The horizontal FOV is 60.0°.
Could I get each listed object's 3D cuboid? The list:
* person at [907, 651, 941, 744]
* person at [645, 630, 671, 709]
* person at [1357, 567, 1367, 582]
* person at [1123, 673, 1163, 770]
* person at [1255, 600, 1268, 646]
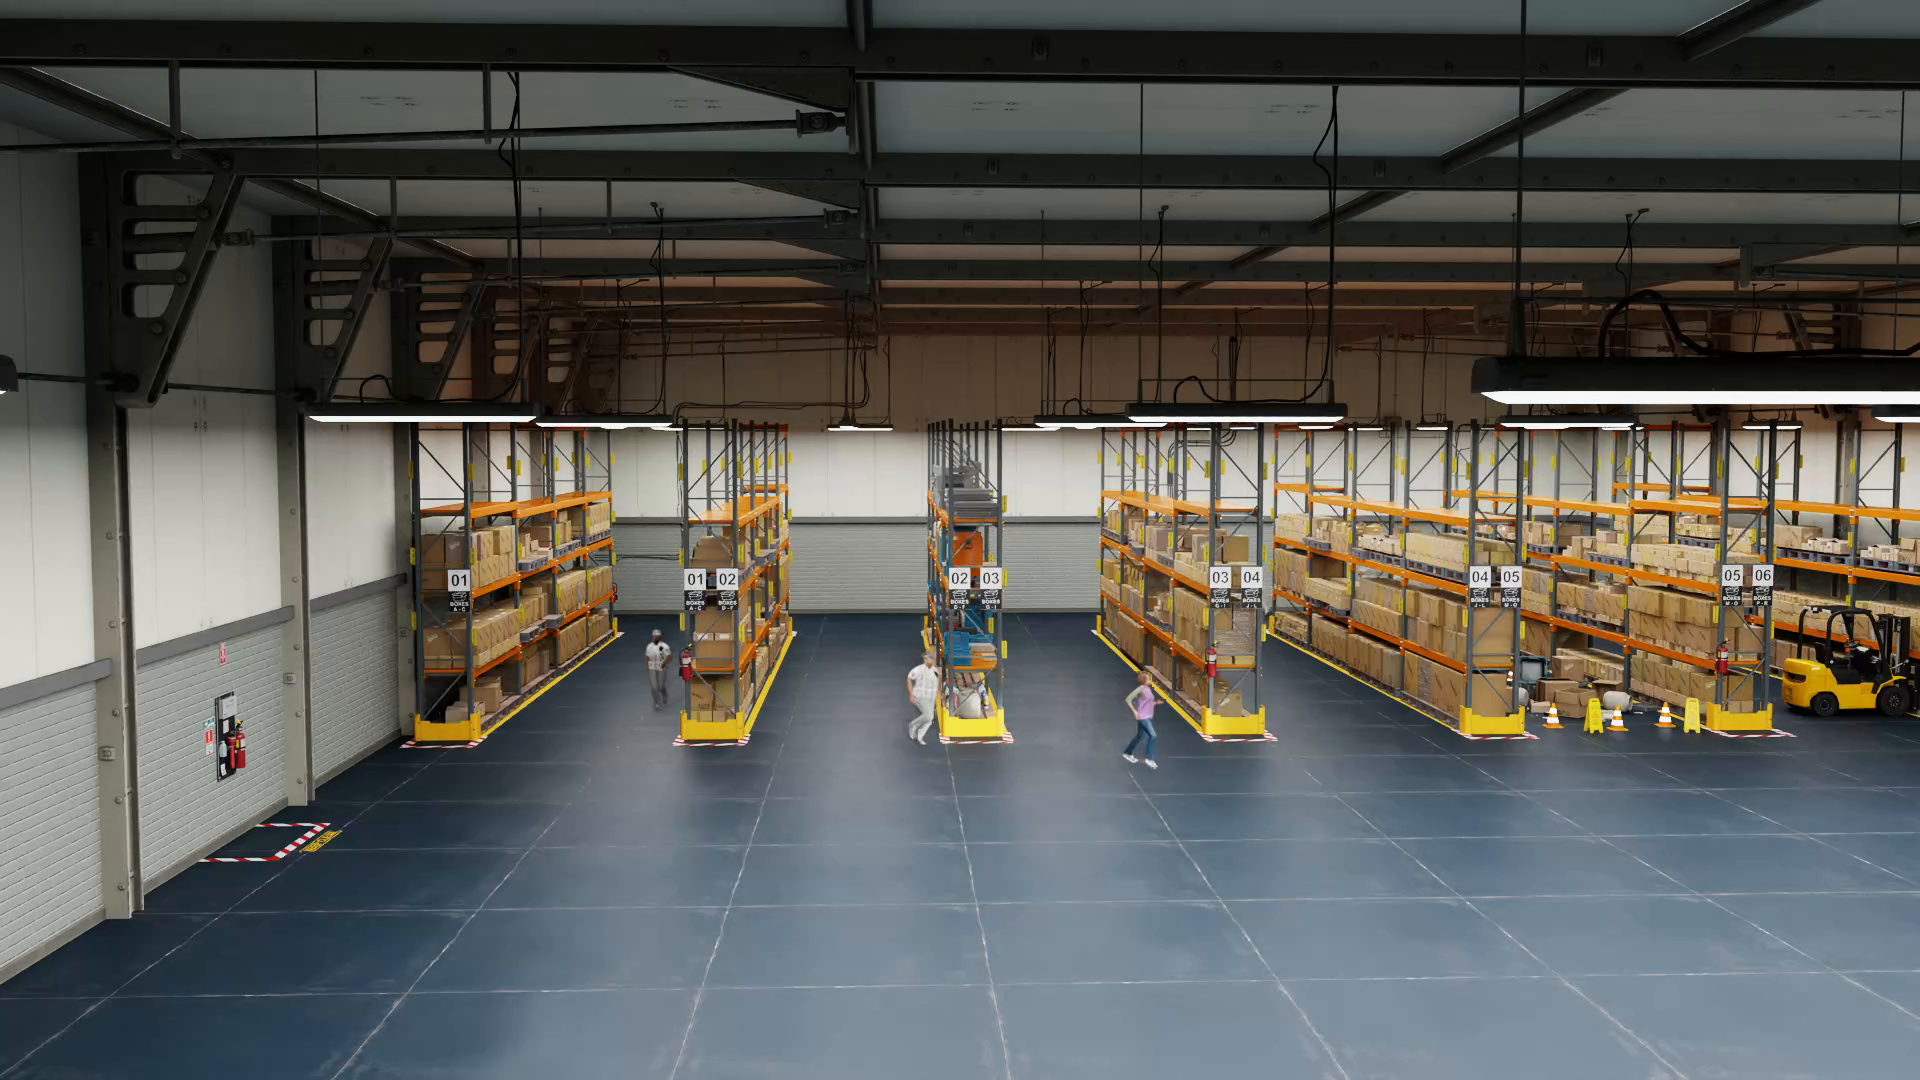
[{"bbox_3d":[-0.592,2.901,30.720,0.700,1.707,0.539,-3,5,-43],"label":"person"},{"bbox_3d":[-6.295,2.681,34.610,0.562,1.650,0.581,0,4,2],"label":"person"},{"bbox_3d":[11.945,1.692,49.180,0.951,1.787,0.668,0,4,-2],"label":"person"},{"bbox_3d":[3.134,3.093,28.497,0.730,1.646,0.509,2,4,23],"label":"person"},{"bbox_3d":[7.882,2.141,43.955,0.542,1.558,0.539,0,4,0],"label":"person"}]
